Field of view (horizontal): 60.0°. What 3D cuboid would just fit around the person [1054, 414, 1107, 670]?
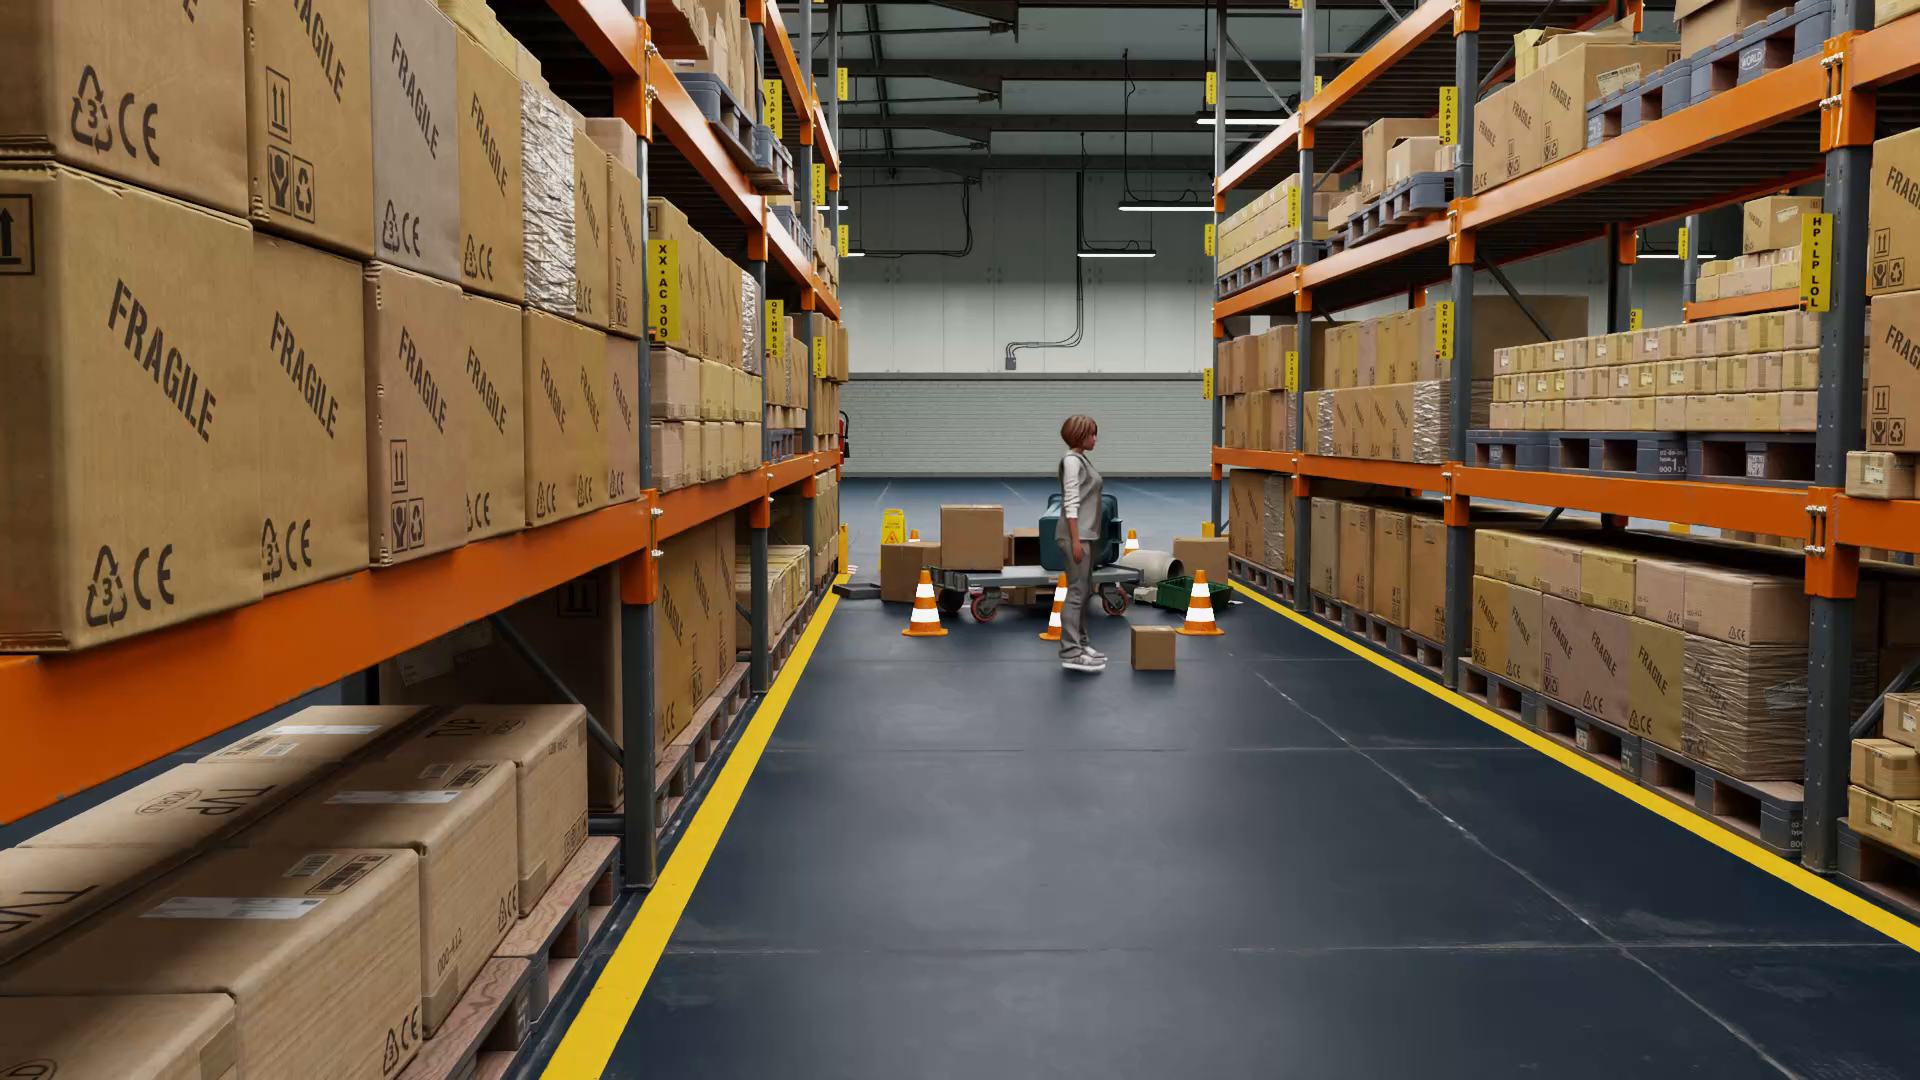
[{"bbox_3d":[0.764,0.007,10.528,0.334,1.603,0.496,1,4,8],"label":"person"}]
